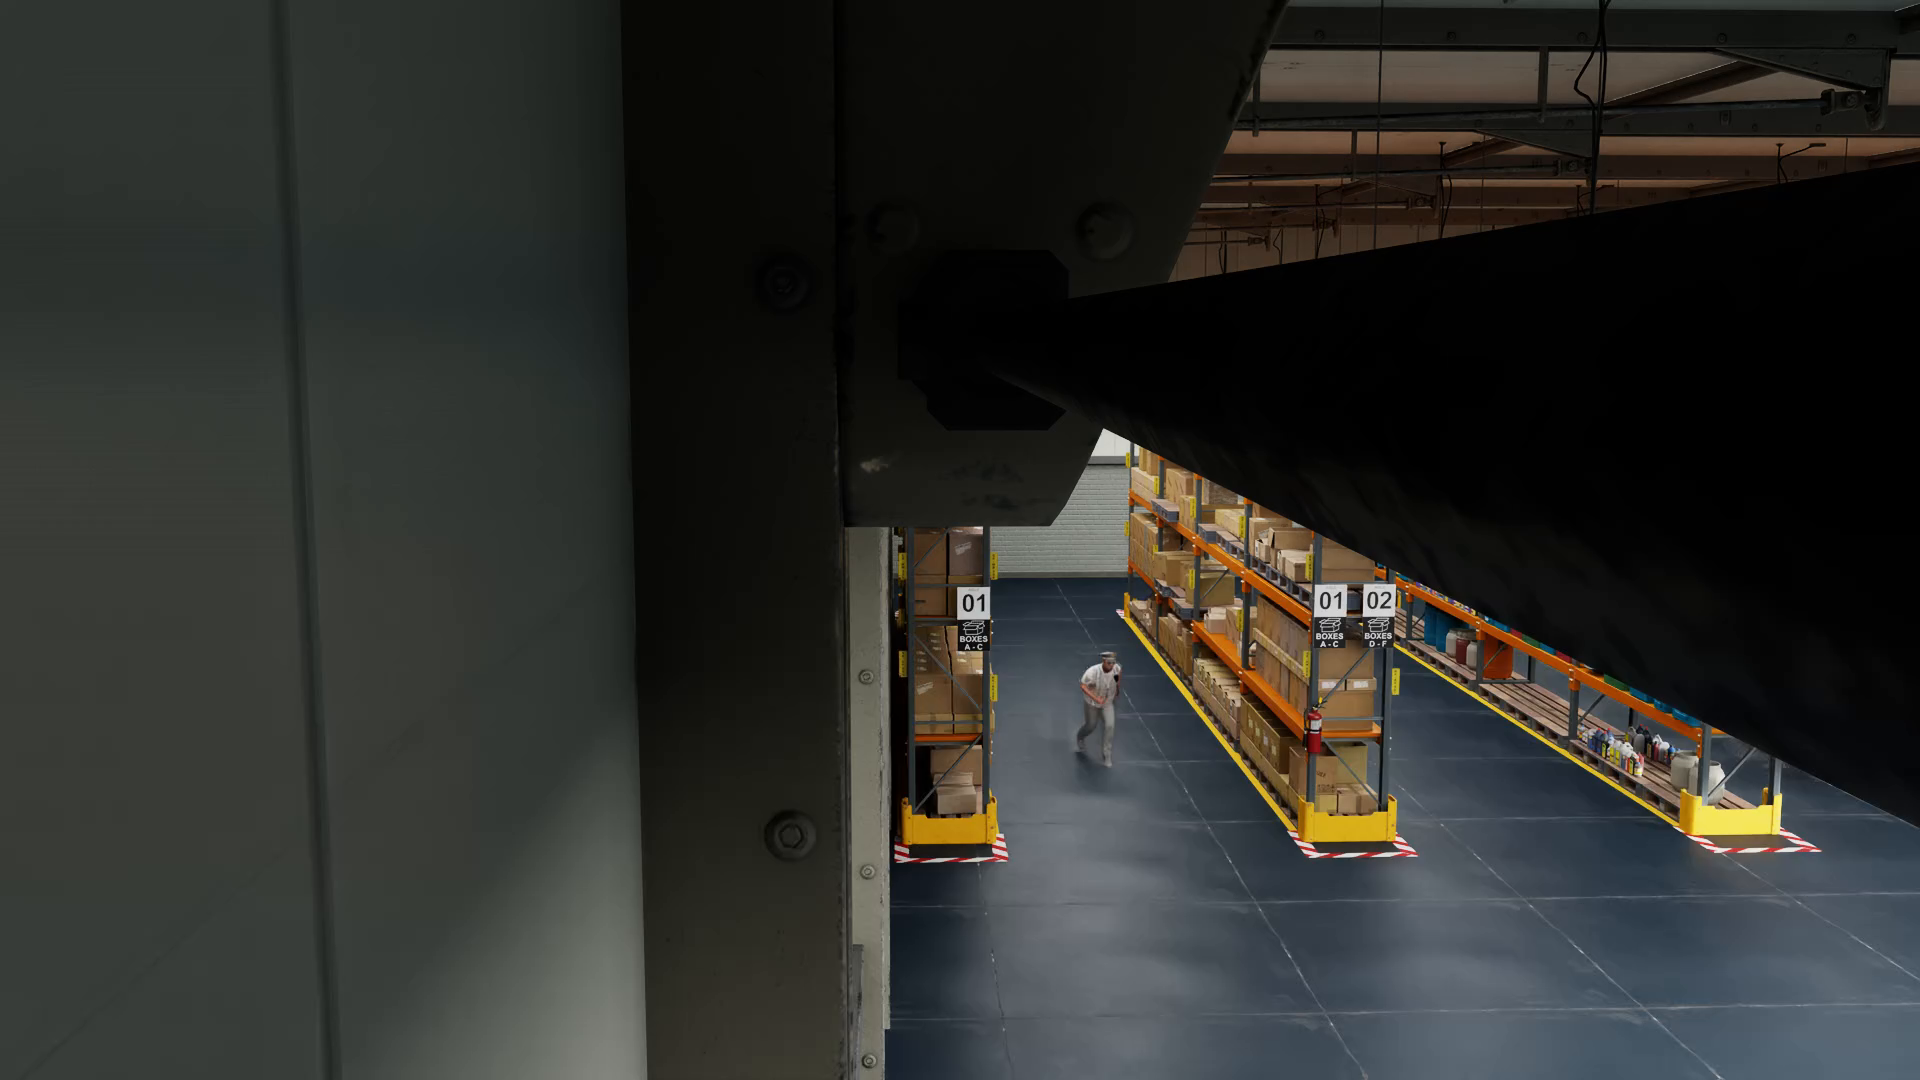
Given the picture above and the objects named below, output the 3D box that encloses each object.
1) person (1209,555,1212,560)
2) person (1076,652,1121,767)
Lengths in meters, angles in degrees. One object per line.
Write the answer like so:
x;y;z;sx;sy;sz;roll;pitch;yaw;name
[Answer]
5.381;0.809;36.956;0.614;1.648;0.791;-7;10;-43;person
2.002;2.413;24.391;0.702;1.719;1.024;-3;8;-25;person
